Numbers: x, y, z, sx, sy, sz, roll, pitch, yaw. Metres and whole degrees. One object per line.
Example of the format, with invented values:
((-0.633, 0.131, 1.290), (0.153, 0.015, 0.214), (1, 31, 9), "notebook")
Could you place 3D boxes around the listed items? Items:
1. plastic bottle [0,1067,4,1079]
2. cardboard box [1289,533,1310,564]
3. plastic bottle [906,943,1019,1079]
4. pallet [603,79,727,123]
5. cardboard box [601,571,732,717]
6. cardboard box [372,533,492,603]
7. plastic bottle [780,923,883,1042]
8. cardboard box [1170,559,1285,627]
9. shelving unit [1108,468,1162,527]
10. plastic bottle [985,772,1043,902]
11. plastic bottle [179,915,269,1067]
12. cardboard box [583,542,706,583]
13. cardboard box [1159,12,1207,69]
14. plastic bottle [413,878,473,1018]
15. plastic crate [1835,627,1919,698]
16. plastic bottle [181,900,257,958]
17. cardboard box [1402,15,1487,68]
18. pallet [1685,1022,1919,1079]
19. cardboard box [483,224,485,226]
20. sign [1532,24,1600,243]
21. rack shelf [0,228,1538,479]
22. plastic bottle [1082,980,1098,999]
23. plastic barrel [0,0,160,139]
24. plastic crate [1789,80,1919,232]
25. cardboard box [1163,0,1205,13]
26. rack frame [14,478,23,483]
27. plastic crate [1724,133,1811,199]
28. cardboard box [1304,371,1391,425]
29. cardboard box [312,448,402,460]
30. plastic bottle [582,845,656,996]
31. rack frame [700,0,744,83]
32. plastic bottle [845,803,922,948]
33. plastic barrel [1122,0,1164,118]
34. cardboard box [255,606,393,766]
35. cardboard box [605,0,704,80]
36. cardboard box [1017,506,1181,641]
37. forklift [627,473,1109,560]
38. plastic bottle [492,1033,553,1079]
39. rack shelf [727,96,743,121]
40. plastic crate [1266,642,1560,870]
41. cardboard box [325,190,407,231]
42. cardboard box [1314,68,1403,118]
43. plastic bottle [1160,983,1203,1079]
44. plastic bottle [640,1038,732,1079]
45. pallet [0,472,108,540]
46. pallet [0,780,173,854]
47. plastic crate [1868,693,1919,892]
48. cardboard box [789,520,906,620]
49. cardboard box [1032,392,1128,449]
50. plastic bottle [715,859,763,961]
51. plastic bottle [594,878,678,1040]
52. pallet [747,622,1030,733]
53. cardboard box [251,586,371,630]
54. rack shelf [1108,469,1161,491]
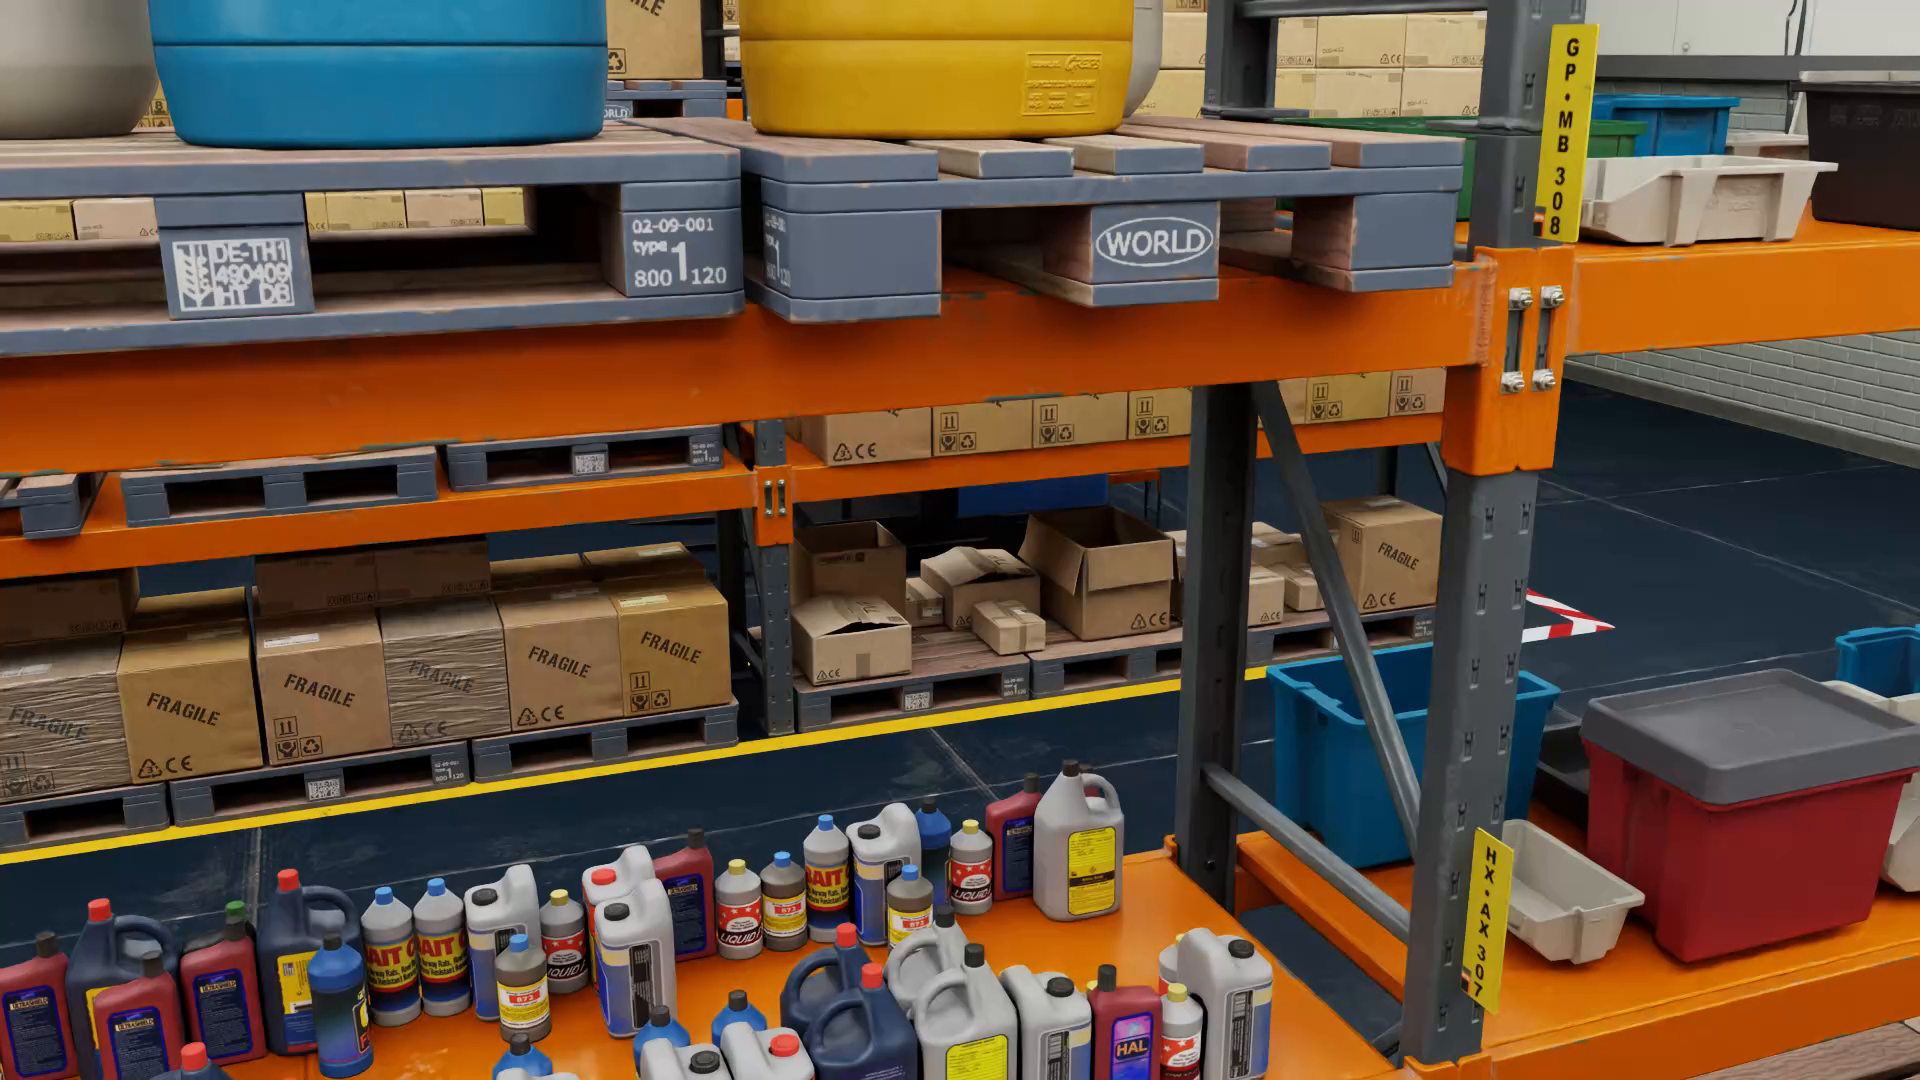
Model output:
((-1.800, 0.915, 3.011), (0.097, 0.201, 0.097), (0, 16, 0), "plastic bottle")
((1.963, 0.087, 9.727), (0.250, 0.166, 0.380), (-6, 17, -20), "cardboard box")
((0.003, 0.871, 2.897), (0.185, 0.351, 0.144), (-6, 17, -20), "plastic bottle")
((-1.659, -1.937, 7.380), (1.003, 0.211, 1.213), (-6, 17, -20), "pallet")
((-1.383, 0.478, 7.802), (0.500, 0.500, 0.500), (-6, 17, -20), "cardboard box")
((-2.497, 0.079, 7.831), (0.500, 0.250, 0.500), (-6, 17, -20), "cardboard box")
((-0.221, 0.852, 2.962), (0.185, 0.351, 0.144), (-6, 17, -20), "plastic bottle")
((1.393, 0.277, 8.930), (0.500, 0.250, 0.500), (-6, 17, -20), "cardboard box")
((1.096, -0.675, 11.266), (0.503, 1.200, 0.258), (-5, 17, -17), "shelving unit")
((0.125, 0.663, 3.725), (0.133, 0.283, 0.061), (-6, 17, -20), "plastic bottle")
((-1.380, 0.843, 3.110), (0.133, 0.283, 0.061), (-6, 17, -20), "plastic bottle")
((-1.564, 0.338, 8.280), (0.500, 0.500, 0.500), (-7, 18, -23), "cardboard box")
((0.922, -2.375, 7.916), (0.500, 0.250, 0.500), (-6, 17, -20), "cardboard box")
((-1.024, 0.798, 3.286), (0.097, 0.271, 0.097), (0, 16, 0), "plastic bottle")
((2.621, 0.418, 4.542), (0.300, 0.233, 0.416), (-6, 17, -20), "plastic crate")
((-1.401, 0.827, 3.164), (0.133, 0.283, 0.061), (-6, 17, -20), "plastic bottle")
((2.322, -2.527, 8.434), (0.500, 0.250, 0.500), (-6, 17, -20), "cardboard box")
((2.558, 1.798, 4.601), (1.213, 0.211, 1.003), (-6, 17, -20), "pallet")
((-3.142, -2.026, 11.932), (0.500, 0.500, 0.500), (-6, 18, -21), "cardboard box")
((0.939, -0.630, 2.581), (0.005, 0.325, 0.100), (-6, 17, -20), "sign")
((-1.123, -0.224, 2.490), (4.000, 0.370, 1.077), (-6, 17, -20), "rack shelf")
((0.247, 0.905, 3.046), (0.097, 0.201, 0.097), (0, 16, 0), "plastic bottle")
((-1.389, -0.853, 2.368), (0.433, 0.535, 0.433), (0, 16, 0), "plastic barrel")
((2.002, -0.761, 3.275), (0.590, 0.269, 0.497), (-6, 17, -20), "plastic crate")
((0.810, -2.817, 8.091), (0.500, 0.500, 0.700), (-6, 17, -20), "cardboard box")
((-6.536, -1.535, 11.001), (0.127, 3.000, 1.000), (-6, 17, -20), "rack frame")
((1.796, -0.873, 3.891), (0.466, 0.136, 0.293), (-6, 17, -20), "plastic crate")
((1.906, -0.916, 8.718), (0.500, 0.500, 0.500), (-6, 17, -20), "cardboard box")
((-2.652, -0.690, 7.203), (0.500, 0.500, 0.700), (-11, 20, -34), "cardboard box")
((-0.689, 0.768, 3.380), (0.135, 0.276, 0.152), (-6, 17, -20), "plastic bottle")
((-1.025, -3.514, 7.092), (0.127, 3.000, 1.000), (-6, 17, -20), "rack frame")
((-0.166, 0.711, 3.573), (0.135, 0.276, 0.152), (-6, 17, -20), "plastic bottle")
((0.163, -1.050, 3.041), (0.433, 0.535, 0.433), (0, 16, 0), "plastic barrel")
((-2.790, 0.628, 7.291), (0.500, 0.500, 0.500), (-7, 18, -22), "cardboard box")
((-1.522, -2.340, 7.321), (0.600, 0.600, 0.600), (-8, 18, -25), "cardboard box")
((0.728, 0.161, 8.877), (0.637, 0.503, 0.797), (-6, 17, -20), "cardboard box")
((-0.600, -1.352, 10.500), (3.031, 2.935, 1.130), (-5, 17, -17), "forklift")
((-0.724, 0.949, 2.773), (0.097, 0.271, 0.097), (0, 16, 0), "plastic bottle")
((-0.933, -3.234, 12.740), (4.000, 0.370, 1.077), (-6, 17, -20), "rack shelf")
((1.058, 0.510, 3.958), (0.575, 0.384, 0.392), (-6, 17, -20), "plastic crate")
((-4.103, -2.283, 11.479), (0.500, 0.250, 0.500), (-6, 17, -19), "cardboard box")
((1.854, -2.237, 8.335), (0.500, 0.250, 0.500), (-6, 17, -20), "cardboard box")
((0.393, 0.907, 3.037), (0.097, 0.201, 0.097), (0, 16, 0), "plastic bottle")
((-0.446, 0.954, 2.746), (0.135, 0.276, 0.152), (-6, 17, -20), "plastic bottle")
((-4.152, -0.227, 6.887), (1.003, 0.211, 1.213), (-6, 17, -20), "pallet")
((-4.049, 1.041, 7.180), (1.213, 0.211, 1.003), (-6, 17, -20), "pallet")
((2.236, 0.591, 3.866), (0.530, 0.282, 0.437), (-6, 17, -20), "plastic crate")
((-0.594, 0.221, 8.678), (0.500, 0.500, 0.500), (-6, 17, -20), "cardboard box")
((0.494, -0.765, 8.203), (0.500, 0.500, 0.500), (-6, 17, -20), "cardboard box")
((-0.466, 0.771, 3.501), (0.097, 0.201, 0.097), (0, 16, 0), "plastic bottle")
((-0.635, 0.808, 3.244), (0.135, 0.276, 0.152), (-6, 17, -20), "plastic bottle")
((-0.383, 0.634, 8.566), (1.213, 0.211, 1.003), (-6, 17, -20), "pallet")
((-2.999, 0.494, 7.749), (0.500, 0.500, 0.500), (-7, 18, -22), "cardboard box")
((1.096, -0.419, 11.341), (0.480, 0.148, 0.258), (-5, 17, -17), "rack shelf")
